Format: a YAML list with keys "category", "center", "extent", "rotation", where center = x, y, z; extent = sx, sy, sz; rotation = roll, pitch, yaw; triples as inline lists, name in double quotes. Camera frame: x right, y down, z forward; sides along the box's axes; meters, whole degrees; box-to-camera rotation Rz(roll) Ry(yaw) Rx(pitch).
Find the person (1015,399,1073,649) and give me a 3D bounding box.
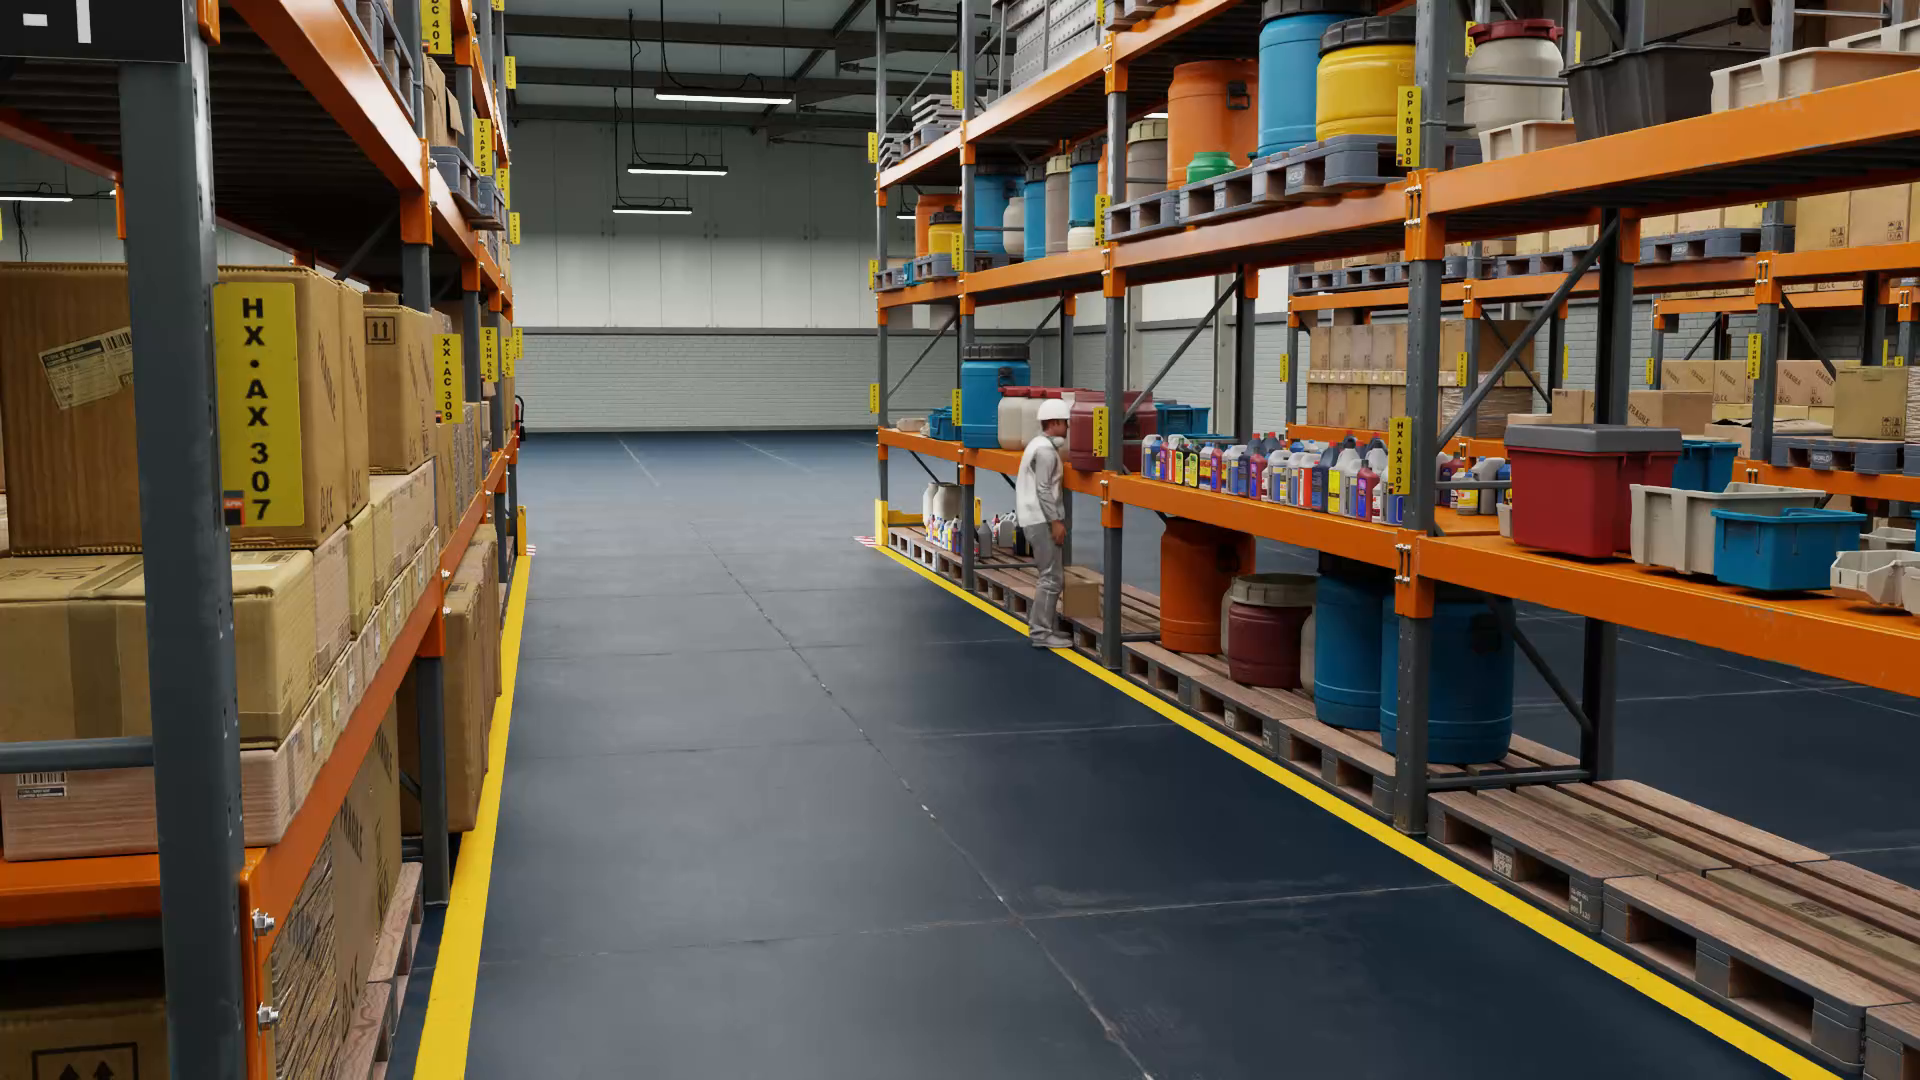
- category: "person"
  center: [0.623, -0.128, 12.009]
  extent: [0.447, 1.773, 0.566]
  rotation: [0, 6, 2]
